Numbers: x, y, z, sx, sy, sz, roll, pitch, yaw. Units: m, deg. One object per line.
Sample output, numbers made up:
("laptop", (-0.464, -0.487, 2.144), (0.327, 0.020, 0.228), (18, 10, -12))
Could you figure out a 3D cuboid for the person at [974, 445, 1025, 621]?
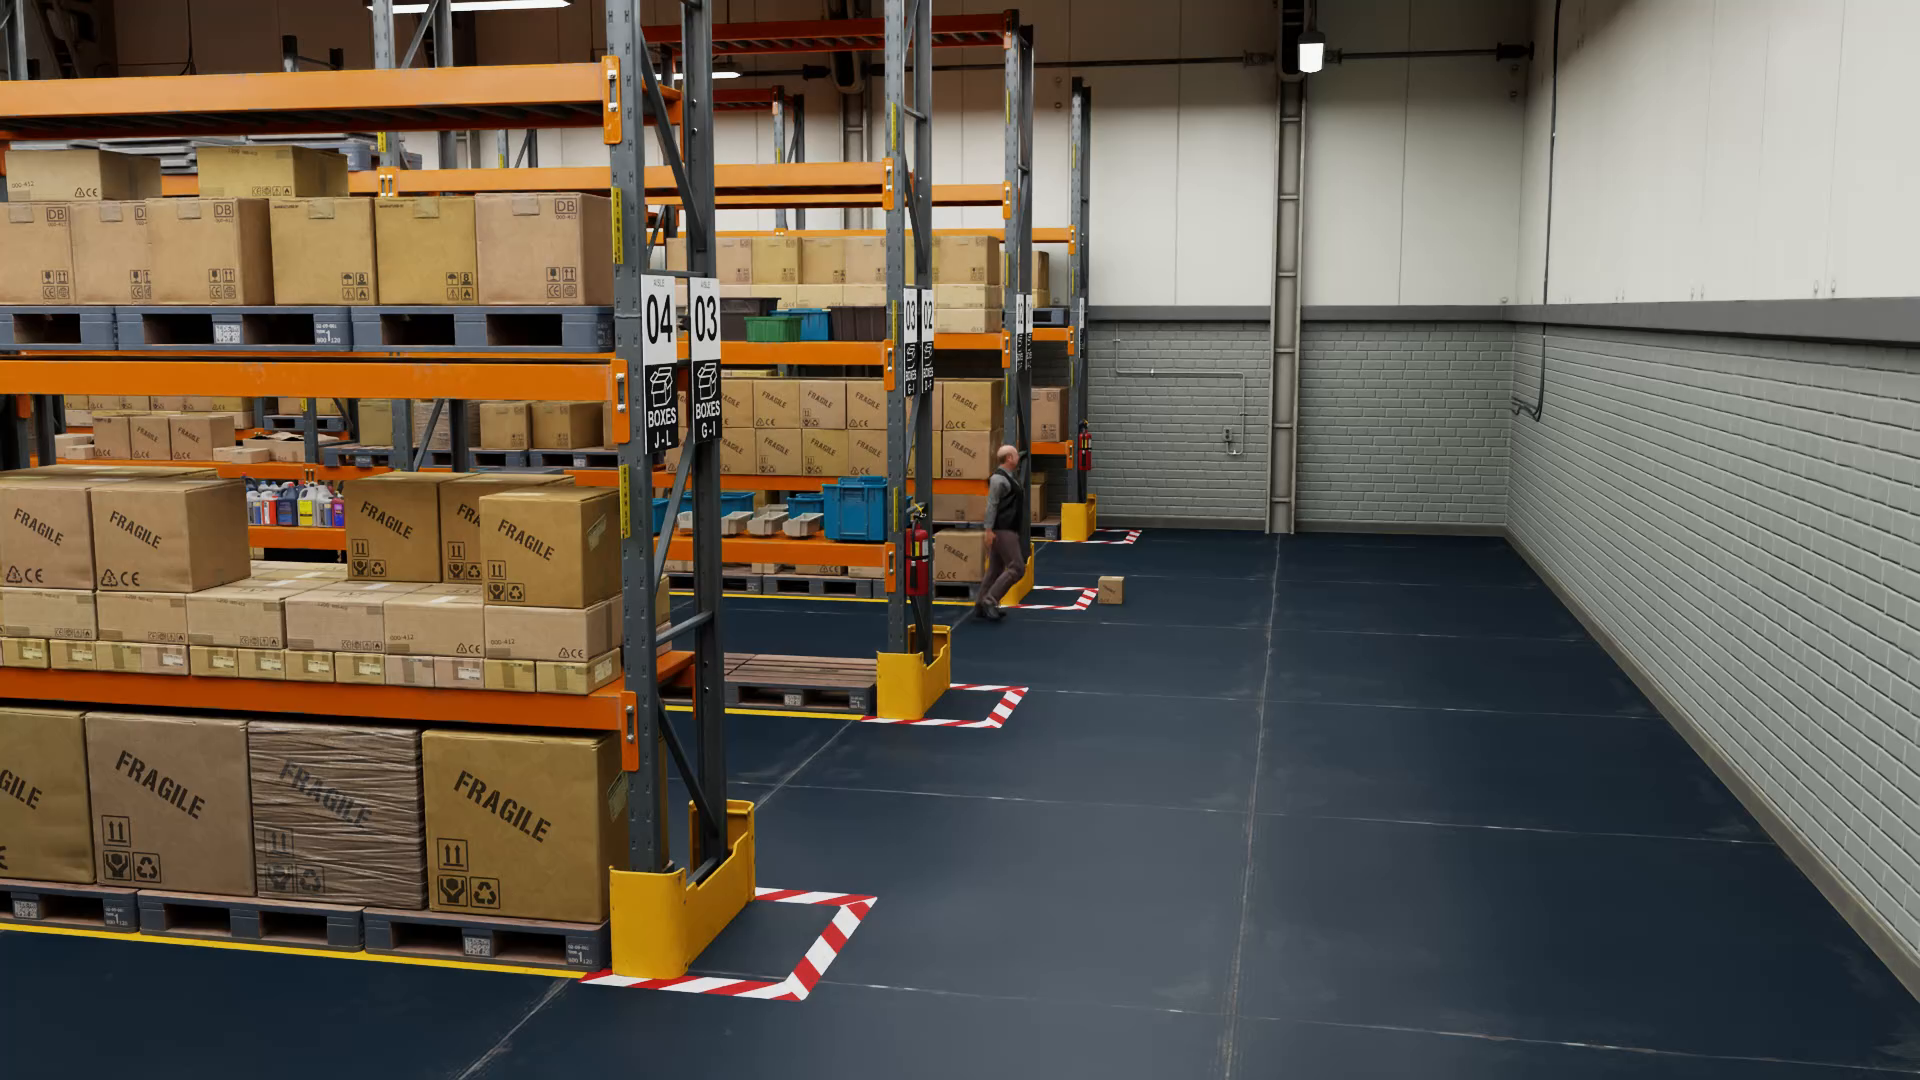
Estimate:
("person", (0.394, -0.072, 16.287), (0.508, 1.708, 0.649), (1, 8, 6))
